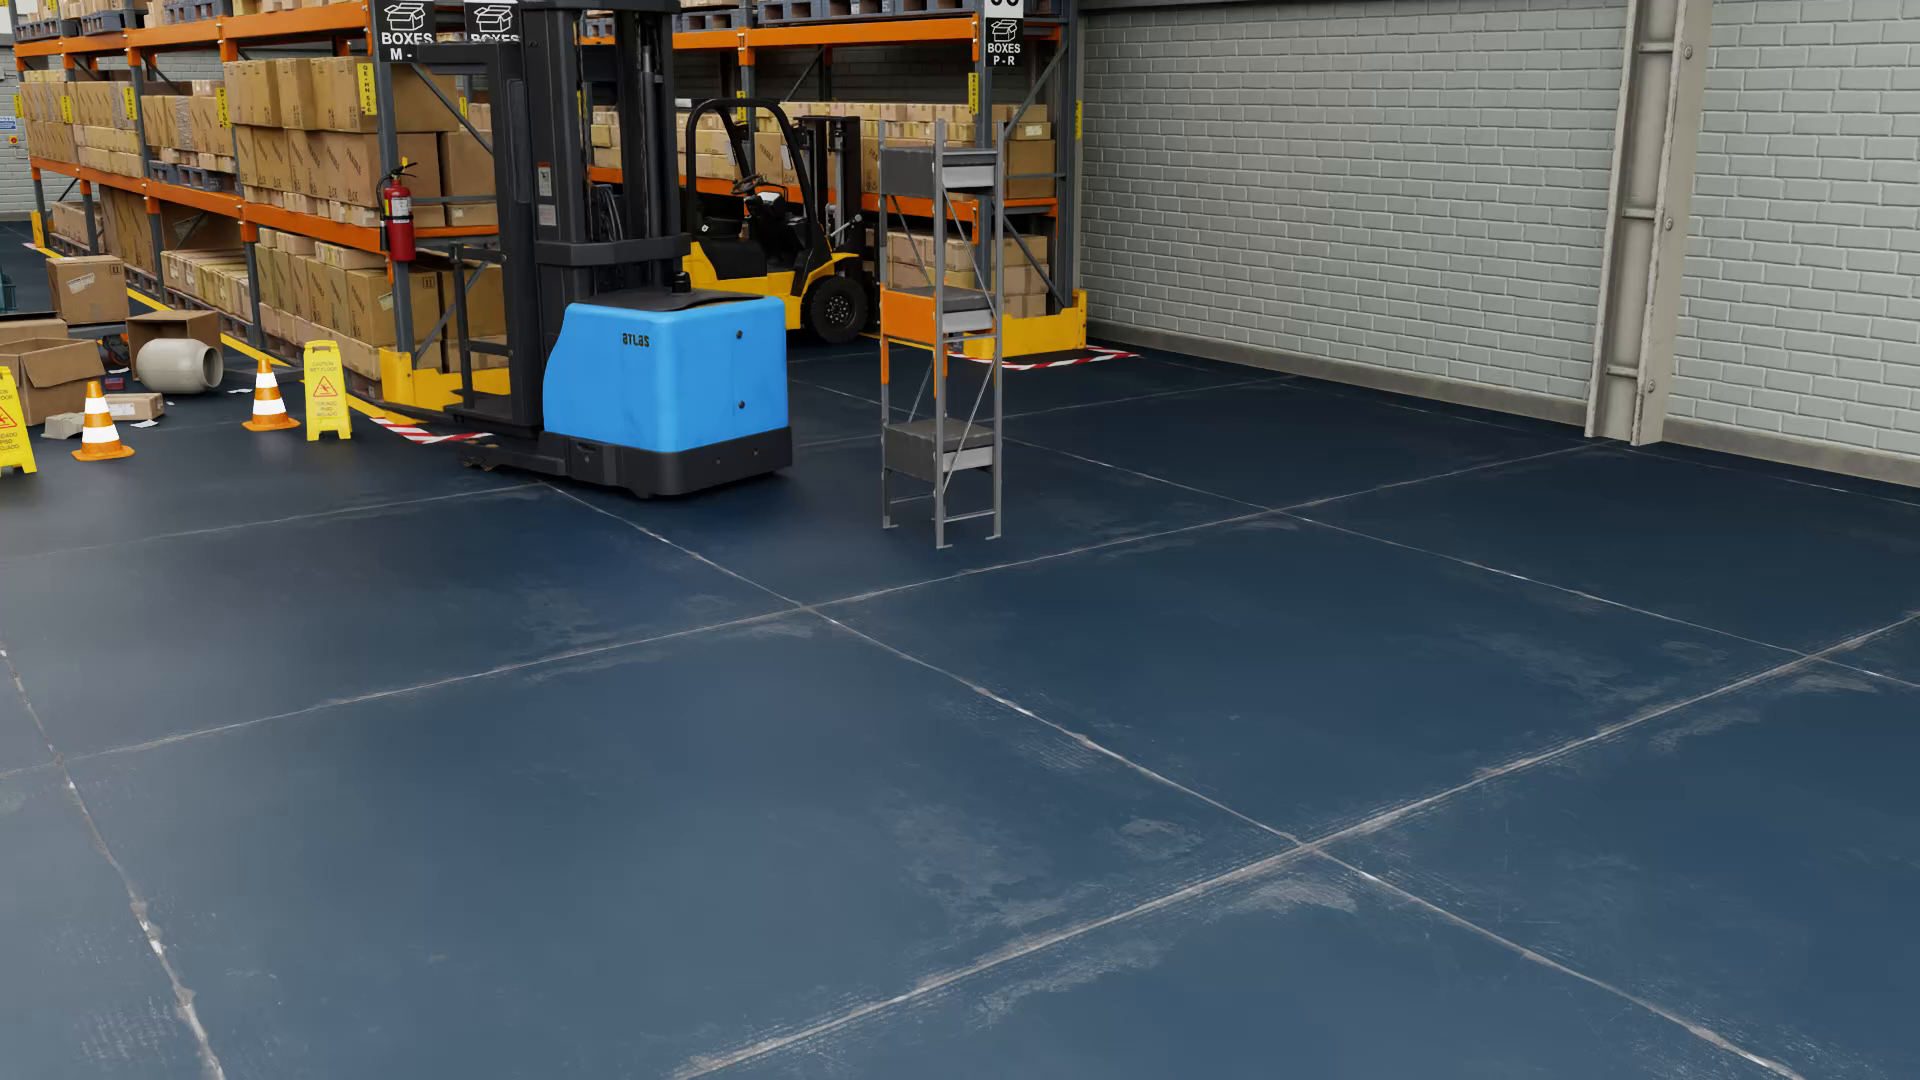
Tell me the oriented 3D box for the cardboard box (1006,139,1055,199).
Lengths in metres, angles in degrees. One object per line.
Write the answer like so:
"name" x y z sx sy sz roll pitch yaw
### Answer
"cardboard box" 0.497 -3.314 14.811 0.500 0.500 0.500 -10 18 -33

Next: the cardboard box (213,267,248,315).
"cardboard box" -6.537 -2.399 15.842 0.950 0.372 0.625 -10 18 -31

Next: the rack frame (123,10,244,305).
"rack frame" -8.153 -4.054 17.704 1.000 3.000 0.127 -11 19 -35

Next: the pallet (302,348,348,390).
"pallet" -4.657 -1.456 13.495 1.003 0.211 1.213 -11 19 -35

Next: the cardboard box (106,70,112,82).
"cardboard box" -10.645 -5.911 21.178 0.380 0.149 0.250 -11 19 -34

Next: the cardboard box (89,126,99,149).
"cardboard box" -9.870 -4.720 19.476 0.500 0.250 0.500 -11 19 -34

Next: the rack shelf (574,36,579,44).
"rack shelf" -5.317 -6.352 21.781 1.077 0.370 4.000 -11 19 -35

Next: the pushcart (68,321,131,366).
"pushcart" -7.616 -1.570 13.598 0.936 0.377 1.648 10 18 33

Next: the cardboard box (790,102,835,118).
"cardboard box" -1.457 -4.266 16.500 0.380 0.149 0.250 -11 19 -36

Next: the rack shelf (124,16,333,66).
"rack shelf" -6.977 -4.726 15.843 1.077 0.370 4.000 -11 19 -35

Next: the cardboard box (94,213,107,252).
"cardboard box" -10.788 -4.025 21.658 0.875 0.438 0.875 -11 19 -35

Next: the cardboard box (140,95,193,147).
"cardboard box" -8.076 -4.316 17.114 0.500 0.500 0.500 -12 19 -36

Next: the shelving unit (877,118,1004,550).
"shelving unit" -0.097 -1.048 8.428 0.431 2.100 0.503 -11 19 -35

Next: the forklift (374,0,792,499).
"forklift" -2.484 -1.931 10.079 3.031 2.935 1.130 11 19 36

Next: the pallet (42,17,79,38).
"pallet" -10.978 -6.488 21.085 1.003 0.211 1.213 -11 19 -35

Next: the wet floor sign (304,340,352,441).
"wet floor sign" -4.203 -1.003 11.018 0.267 0.644 0.232 -4 16 -15

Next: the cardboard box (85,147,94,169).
"cardboard box" -10.155 -4.590 19.949 0.500 0.250 0.500 -11 19 -36

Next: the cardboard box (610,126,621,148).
"cardboard box" -3.784 -4.754 19.600 0.500 0.250 0.500 -10 18 -33

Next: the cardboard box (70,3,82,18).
"cardboard box" -10.044 -6.120 19.219 0.380 0.166 0.250 -12 20 -38

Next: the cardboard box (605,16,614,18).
"cardboard box" -4.162 -6.507 20.514 0.380 0.149 0.250 -11 19 -34

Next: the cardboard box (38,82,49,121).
"cardboard box" -11.893 -5.821 22.079 0.500 0.500 0.500 -11 19 -34

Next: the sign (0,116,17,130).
"sign" -16.267 -7.098 28.316 0.327 0.218 0.001 -11 19 -35

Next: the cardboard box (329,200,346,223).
"cardboard box" -4.390 -2.416 12.197 0.380 0.149 0.250 -10 18 -34

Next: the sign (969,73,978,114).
"sign" 0.116 -3.708 13.800 0.100 0.325 0.005 -11 19 -35

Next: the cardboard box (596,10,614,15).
"cardboard box" -3.912 -6.378 19.341 0.500 0.500 0.500 -11 19 -34

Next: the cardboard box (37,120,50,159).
"cardboard box" -12.203 -5.448 22.609 0.500 0.500 0.500 -11 19 -35

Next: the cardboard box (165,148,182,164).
"cardboard box" -7.705 -3.844 16.617 0.380 0.149 0.250 -11 19 -34

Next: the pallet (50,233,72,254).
"pallet" -12.324 -4.258 23.734 1.003 0.211 1.213 -11 19 -35

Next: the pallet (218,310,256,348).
"pallet" -6.260 -2.020 15.558 1.003 0.211 1.213 -11 19 -35

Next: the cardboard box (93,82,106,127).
"cardboard box" -9.556 -4.978 19.000 0.500 0.500 0.500 -11 19 -35

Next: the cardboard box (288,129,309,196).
"cardboard box" -4.856 -2.936 12.869 0.500 0.500 0.500 -11 19 -34

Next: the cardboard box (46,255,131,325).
"cardboard box" -7.224 -2.076 13.781 0.500 0.500 0.500 -11 19 -35

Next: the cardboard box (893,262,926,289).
"cardboard box" -0.262 -2.398 15.122 0.500 0.250 0.500 -11 19 -35

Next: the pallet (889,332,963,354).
"pallet" 0.080 -1.928 15.222 1.003 0.211 1.213 -11 19 -35

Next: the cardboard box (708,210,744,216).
"cardboard box" -2.998 -3.465 19.255 0.875 0.625 0.625 -12 19 -37

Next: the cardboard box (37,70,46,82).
"cardboard box" -11.995 -6.149 22.047 0.380 0.149 0.250 -11 19 -36

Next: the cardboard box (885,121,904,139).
"cardboard box" -0.476 -3.727 15.094 0.380 0.149 0.250 -12 19 -36

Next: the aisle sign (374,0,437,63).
"aisle sign" -3.648 -3.541 10.907 0.394 0.787 0.004 -11 19 -35

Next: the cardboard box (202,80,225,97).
"cardboard box" -6.671 -4.115 15.152 0.380 0.149 0.250 -12 19 -36

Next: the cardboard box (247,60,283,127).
"cardboard box" -5.162 -3.522 13.115 0.700 0.500 0.500 -11 19 -36

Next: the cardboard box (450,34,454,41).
"cardboard box" -6.943 -7.035 23.393 0.380 0.149 0.250 -11 19 -35

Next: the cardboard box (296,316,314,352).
"cardboard box" -5.036 -1.683 13.455 0.500 0.250 0.500 -11 19 -35

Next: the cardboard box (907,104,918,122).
"cardboard box" -0.250 -3.829 14.902 0.380 0.149 0.250 -11 19 -34

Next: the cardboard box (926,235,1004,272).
"cardboard box" 0.040 -2.525 14.639 0.500 0.250 0.500 -10 18 -33

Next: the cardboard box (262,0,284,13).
"cardboard box" -5.130 -4.131 12.783 0.380 0.149 0.250 -11 19 -36

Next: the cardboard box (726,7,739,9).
"cardboard box" -2.374 -5.794 17.871 0.380 0.149 0.250 -11 19 -35

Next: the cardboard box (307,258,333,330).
"cardboard box" -4.732 -1.934 12.951 0.500 0.500 0.500 -11 19 -36

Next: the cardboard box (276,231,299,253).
"cardboard box" -5.344 -2.437 13.562 0.380 0.149 0.250 -10 18 -32
